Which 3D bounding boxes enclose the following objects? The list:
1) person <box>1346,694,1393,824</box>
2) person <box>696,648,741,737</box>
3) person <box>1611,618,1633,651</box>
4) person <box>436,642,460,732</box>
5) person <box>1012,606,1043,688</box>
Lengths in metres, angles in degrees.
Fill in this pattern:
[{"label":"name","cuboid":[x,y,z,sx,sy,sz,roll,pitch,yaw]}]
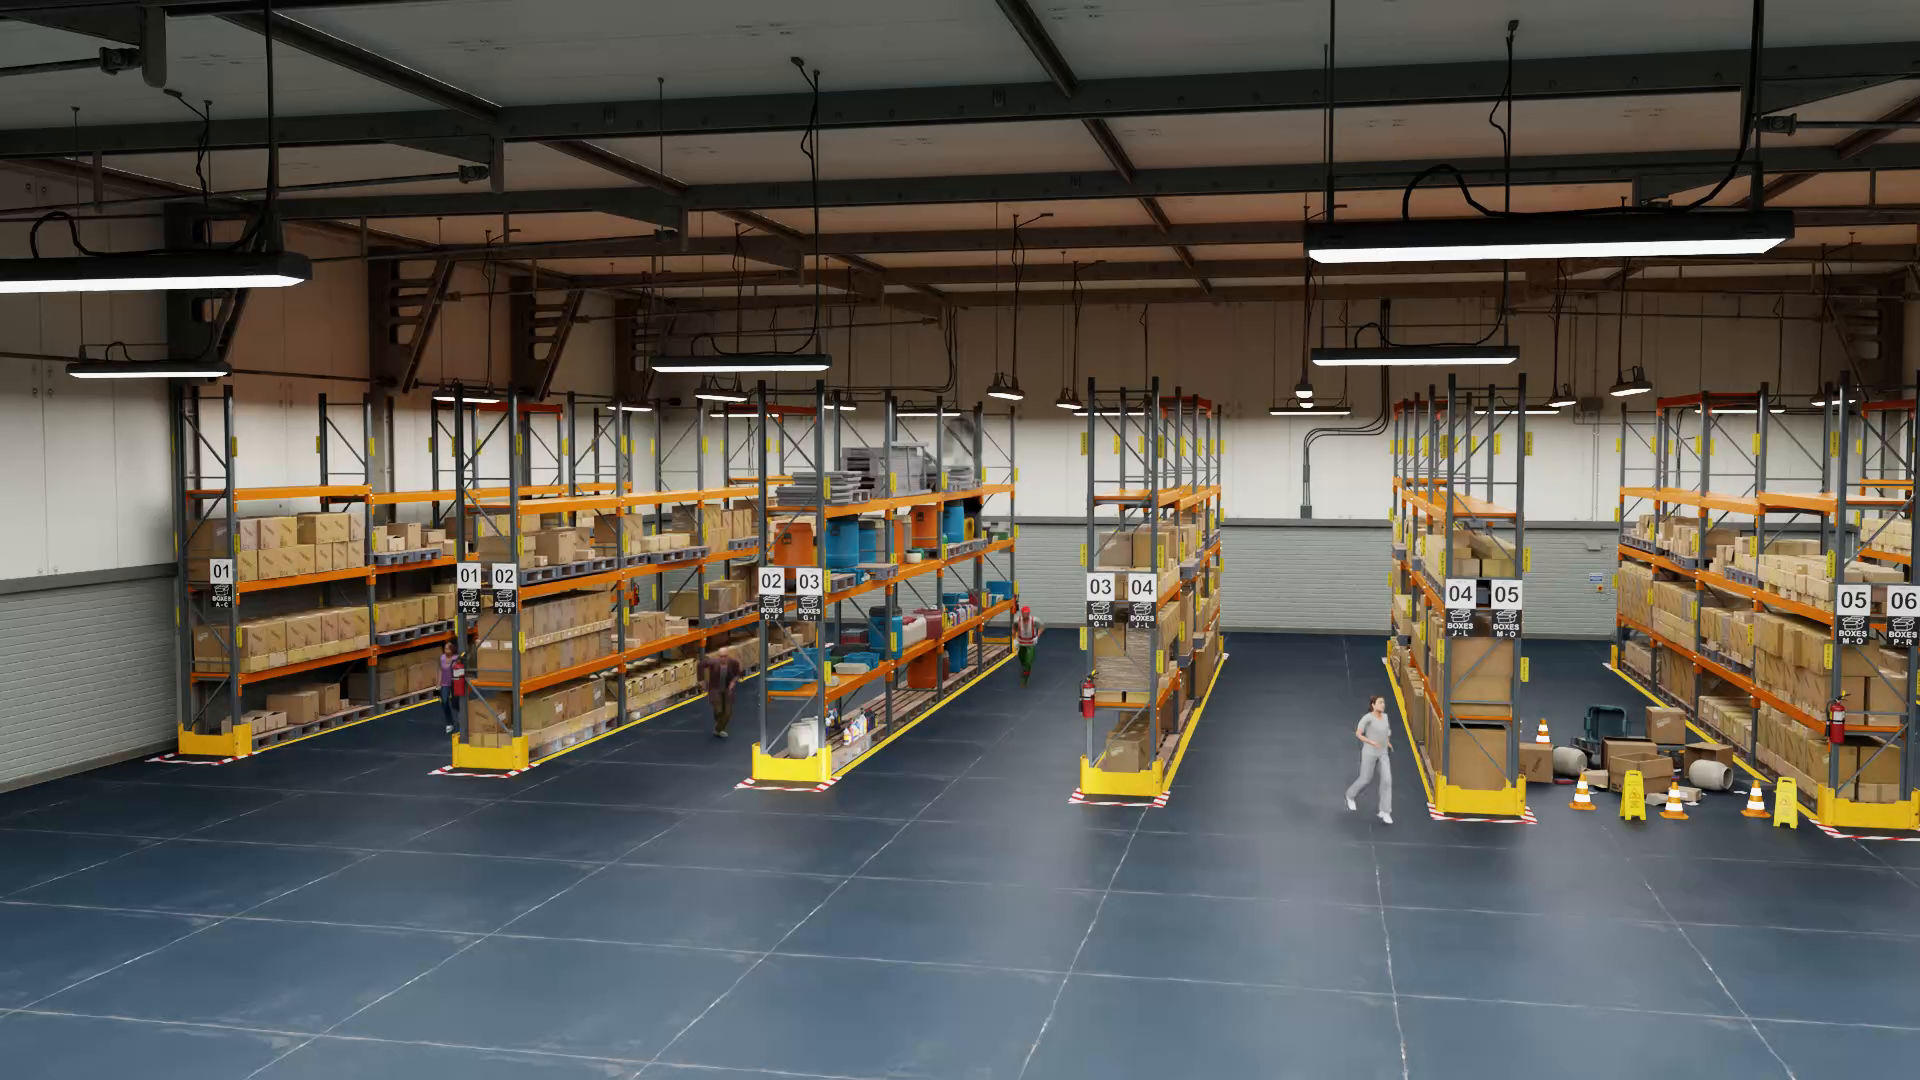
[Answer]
[{"label":"person","cuboid":[5.601,2.902,22.395,0.607,1.666,0.975,-1,3,-21]},{"label":"person","cuboid":[-4.133,2.615,28.505,0.736,1.597,0.868,-1,3,-17]},{"label":"person","cuboid":[15.479,1.974,38.754,0.573,1.702,0.765,2,4,31]},{"label":"person","cuboid":[-9.014,2.582,29.463,0.526,1.570,0.744,0,3,-2]},{"label":"person","cuboid":[1.418,2.215,34.886,0.659,1.723,0.923,0,3,5]}]
